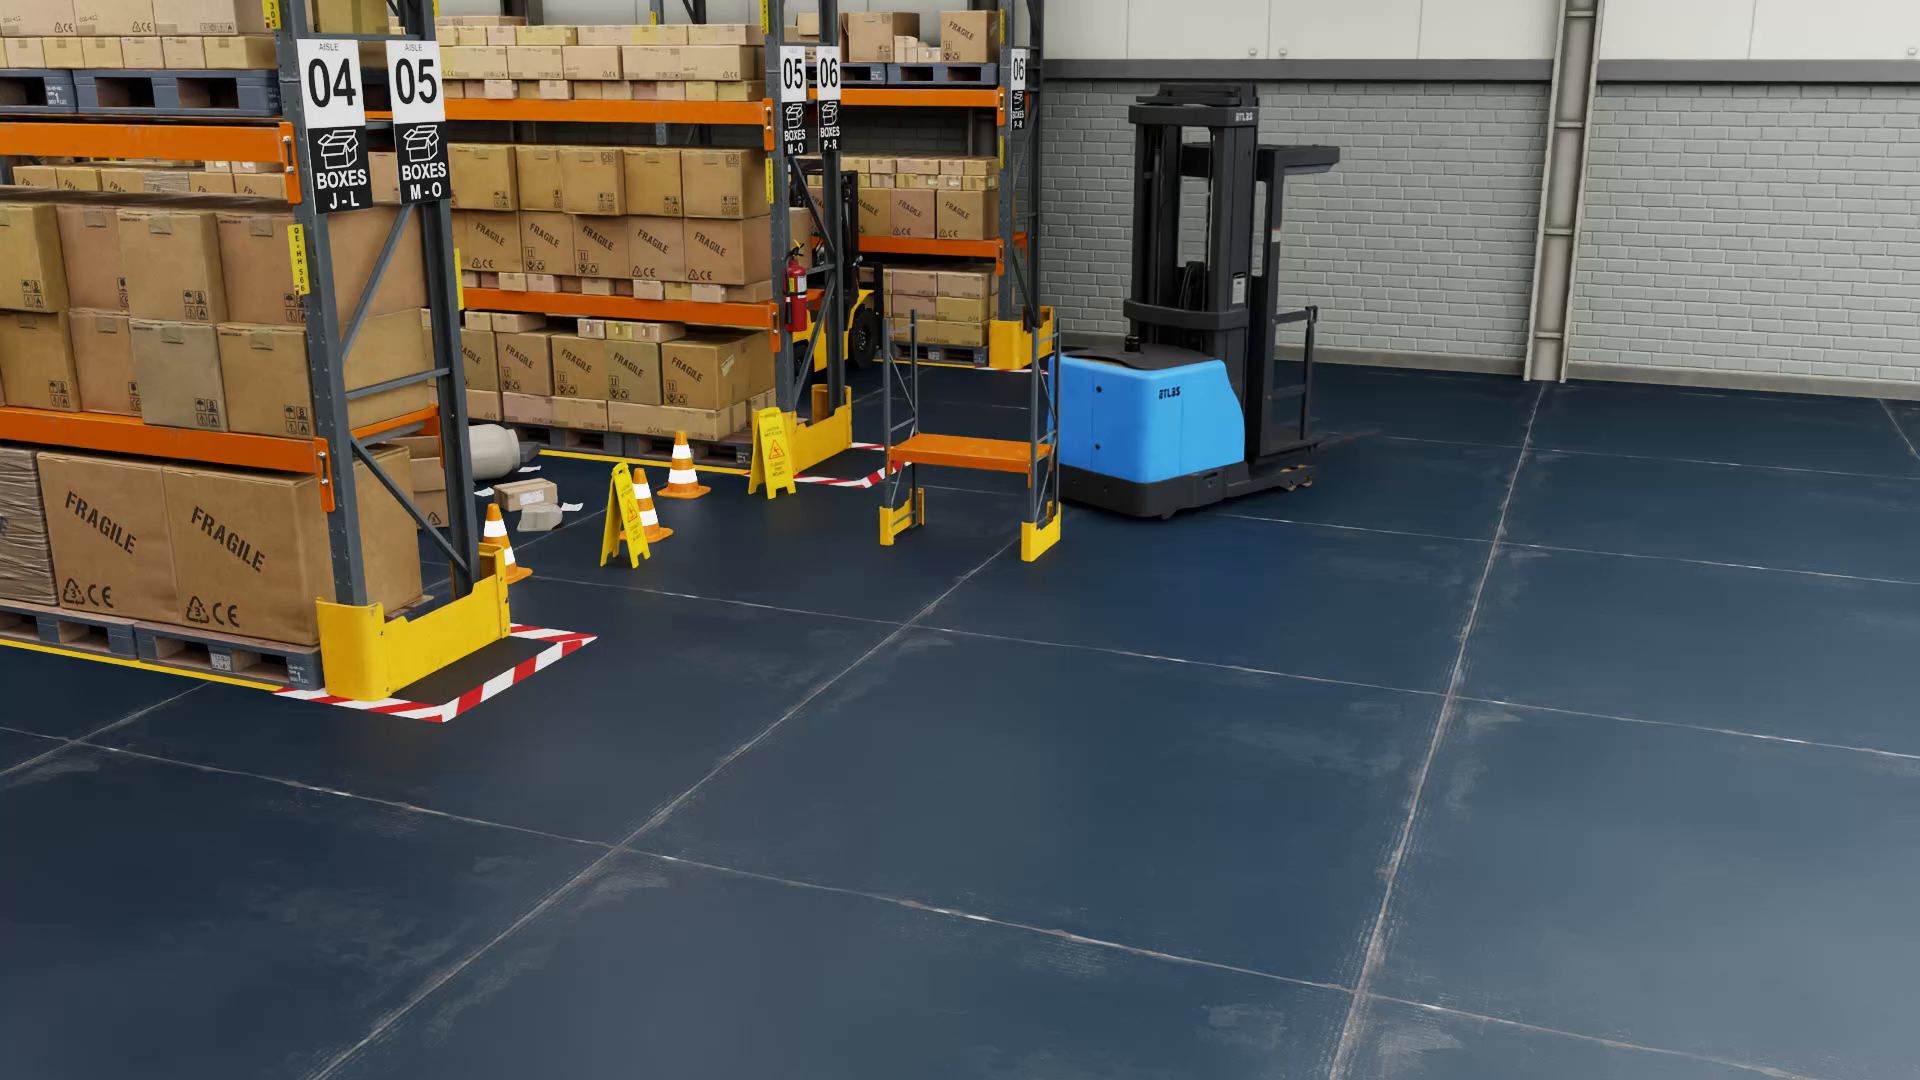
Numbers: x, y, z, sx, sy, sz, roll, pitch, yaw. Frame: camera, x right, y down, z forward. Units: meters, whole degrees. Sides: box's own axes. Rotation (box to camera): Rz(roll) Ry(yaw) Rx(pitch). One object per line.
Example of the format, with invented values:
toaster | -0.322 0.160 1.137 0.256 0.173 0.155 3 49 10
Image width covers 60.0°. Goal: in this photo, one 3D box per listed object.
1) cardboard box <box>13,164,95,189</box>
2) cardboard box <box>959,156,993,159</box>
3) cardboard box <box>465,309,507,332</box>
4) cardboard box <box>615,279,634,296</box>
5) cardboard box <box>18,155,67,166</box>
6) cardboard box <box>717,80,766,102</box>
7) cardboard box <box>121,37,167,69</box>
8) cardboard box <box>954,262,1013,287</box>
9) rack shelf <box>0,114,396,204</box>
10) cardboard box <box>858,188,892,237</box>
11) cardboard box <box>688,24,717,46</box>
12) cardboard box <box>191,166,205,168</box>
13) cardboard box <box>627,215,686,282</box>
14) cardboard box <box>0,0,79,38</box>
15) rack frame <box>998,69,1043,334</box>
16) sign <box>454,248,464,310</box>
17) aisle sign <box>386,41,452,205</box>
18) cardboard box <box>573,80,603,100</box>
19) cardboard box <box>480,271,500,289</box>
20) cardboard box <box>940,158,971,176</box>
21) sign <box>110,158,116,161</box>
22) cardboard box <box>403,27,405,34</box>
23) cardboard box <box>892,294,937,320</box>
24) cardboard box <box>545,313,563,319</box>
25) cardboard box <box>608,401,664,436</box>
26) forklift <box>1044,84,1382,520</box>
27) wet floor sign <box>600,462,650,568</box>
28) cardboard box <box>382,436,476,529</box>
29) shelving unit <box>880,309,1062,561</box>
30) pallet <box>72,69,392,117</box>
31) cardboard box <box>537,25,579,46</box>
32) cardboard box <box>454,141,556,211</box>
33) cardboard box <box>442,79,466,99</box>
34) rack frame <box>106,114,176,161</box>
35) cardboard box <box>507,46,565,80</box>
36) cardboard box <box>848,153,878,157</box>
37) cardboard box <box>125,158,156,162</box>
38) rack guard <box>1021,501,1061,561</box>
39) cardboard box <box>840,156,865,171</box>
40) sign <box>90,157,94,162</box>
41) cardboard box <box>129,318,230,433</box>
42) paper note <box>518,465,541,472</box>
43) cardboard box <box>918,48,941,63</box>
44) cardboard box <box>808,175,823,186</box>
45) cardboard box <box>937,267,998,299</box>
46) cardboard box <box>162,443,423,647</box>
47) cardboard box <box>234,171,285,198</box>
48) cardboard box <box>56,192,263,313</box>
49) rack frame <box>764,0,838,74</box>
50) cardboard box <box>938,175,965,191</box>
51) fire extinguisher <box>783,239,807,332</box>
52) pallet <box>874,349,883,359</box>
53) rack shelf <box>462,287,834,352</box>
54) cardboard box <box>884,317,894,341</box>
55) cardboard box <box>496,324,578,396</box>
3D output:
cardboard box | -8.292 -3.191 15.319 0.500 0.500 0.500 6 17 19
cardboard box | 0.176 -4.009 17.728 0.250 0.149 0.380 7 18 23
cardboard box | -3.882 -1.837 13.792 0.250 0.149 0.380 7 18 23
cardboard box | -2.554 -2.058 13.334 0.250 0.149 0.380 7 17 21
cardboard box | -8.995 -3.547 16.037 0.500 0.500 0.500 6 17 19
cardboard box | -1.618 -3.370 12.472 0.250 0.149 0.380 6 17 21
cardboard box | -3.813 -2.360 8.060 0.250 0.149 0.380 7 17 21
cardboard box | 0.256 -2.833 17.939 0.500 0.250 0.500 6 17 20
rack shelf | -4.766 -2.092 8.908 4.000 0.370 1.077 6 17 21
cardboard box | -0.876 -3.512 17.711 0.500 0.500 0.500 6 17 20
cardboard box | -1.832 -3.783 12.466 0.250 0.149 0.380 7 17 22
cardboard box | -6.639 -3.165 15.230 0.500 0.500 0.500 6 17 18
cardboard box | -2.254 -2.313 13.050 0.500 0.500 0.500 6 17 21
cardboard box | -4.395 -2.634 8.288 0.500 0.250 0.500 6 17 20
rack frame | 0.634 -3.374 17.415 0.127 3.000 1.000 6 17 21
sign | -2.697 -1.389 8.884 0.005 0.325 0.100 6 17 21
aisle sign | -2.730 -2.111 8.402 0.004 0.787 0.394 6 17 21
cardboard box | -2.799 -3.508 12.948 0.250 0.149 0.380 6 17 19
cardboard box | -3.740 -2.174 13.733 0.250 0.149 0.380 6 17 20
cardboard box | -0.017 -3.875 17.266 0.250 0.149 0.380 6 17 21
sign | -10.721 -4.876 21.035 0.005 0.325 0.100 6 17 21
cardboard box | -4.237 -4.033 13.325 0.250 0.149 0.380 6 17 19
cardboard box | -0.396 -2.518 17.749 0.500 0.250 0.500 6 17 20
cardboard box | -3.782 -1.694 14.463 0.500 0.500 0.500 7 17 22
cardboard box | -2.513 -1.035 13.538 0.500 0.250 0.500 6 17 21
forklift | 2.057 -1.872 12.364 3.031 2.935 1.130 -14 21 -39
wet floor sign | -2.153 -0.172 10.608 0.232 0.644 0.267 3 17 11
cardboard box | -3.747 -0.410 11.685 0.637 0.503 0.797 -5 17 -18
shelving unit | 0.071 -0.712 10.938 1.083 1.500 0.587 6 17 21
pallet | -3.600 -2.263 8.368 1.213 0.211 1.003 6 17 21
cardboard box | -3.046 -3.895 12.851 0.250 0.149 0.380 7 18 22
cardboard box | -3.651 -2.949 13.445 0.500 0.500 0.700 6 17 19
cardboard box | -3.992 -3.646 13.422 0.250 0.149 0.380 7 18 22
rack frame | -10.529 -4.601 21.643 0.127 3.000 1.000 6 17 21
cardboard box | -3.181 -3.735 13.013 0.500 0.250 0.500 6 17 21
cardboard box | -1.028 -4.132 18.149 0.250 0.149 0.380 6 17 21
cardboard box | -10.161 -4.744 21.201 0.500 0.500 0.700 7 18 22
rack guard | 0.534 -0.061 10.936 0.087 0.250 0.587 6 17 21
cardboard box | -1.206 -4.014 17.742 0.250 0.149 0.380 7 17 21
sign | -8.435 -3.564 16.136 0.005 0.325 0.100 6 17 21
cardboard box | -3.787 -0.941 8.765 0.550 0.550 0.875 6 17 21
paper note | -3.377 -0.561 13.053 0.148 0.019 0.142 0 16 1
cardboard box | -0.248 -4.949 16.980 0.250 0.149 0.380 6 17 19
cardboard box | -1.456 -3.878 17.810 0.250 0.149 0.380 6 17 19
cardboard box | 0.091 -2.701 17.484 0.500 0.250 0.500 7 18 22
cardboard box | -3.561 -0.026 8.939 0.875 0.875 0.875 6 17 21
cardboard box | -5.880 -2.926 14.406 0.500 0.500 0.500 6 17 21
cardboard box | -4.254 -1.555 8.946 0.550 0.550 0.875 6 17 21
rack frame | -1.184 -4.967 12.143 0.127 3.000 1.000 6 17 21
cardboard box | -0.040 -3.715 17.246 0.250 0.149 0.380 7 17 22
fire extinguisher | -1.246 -1.918 12.538 0.183 0.674 0.296 6 17 21
pallet | -1.224 -2.227 18.467 1.213 0.211 1.003 6 17 21
rack shelf | -3.044 -1.945 13.784 4.000 0.370 1.077 6 17 21
cardboard box | -0.840 -2.328 17.991 0.500 0.250 0.500 6 17 21
cardboard box | -3.471 -1.501 13.798 0.500 0.500 0.500 7 18 24
